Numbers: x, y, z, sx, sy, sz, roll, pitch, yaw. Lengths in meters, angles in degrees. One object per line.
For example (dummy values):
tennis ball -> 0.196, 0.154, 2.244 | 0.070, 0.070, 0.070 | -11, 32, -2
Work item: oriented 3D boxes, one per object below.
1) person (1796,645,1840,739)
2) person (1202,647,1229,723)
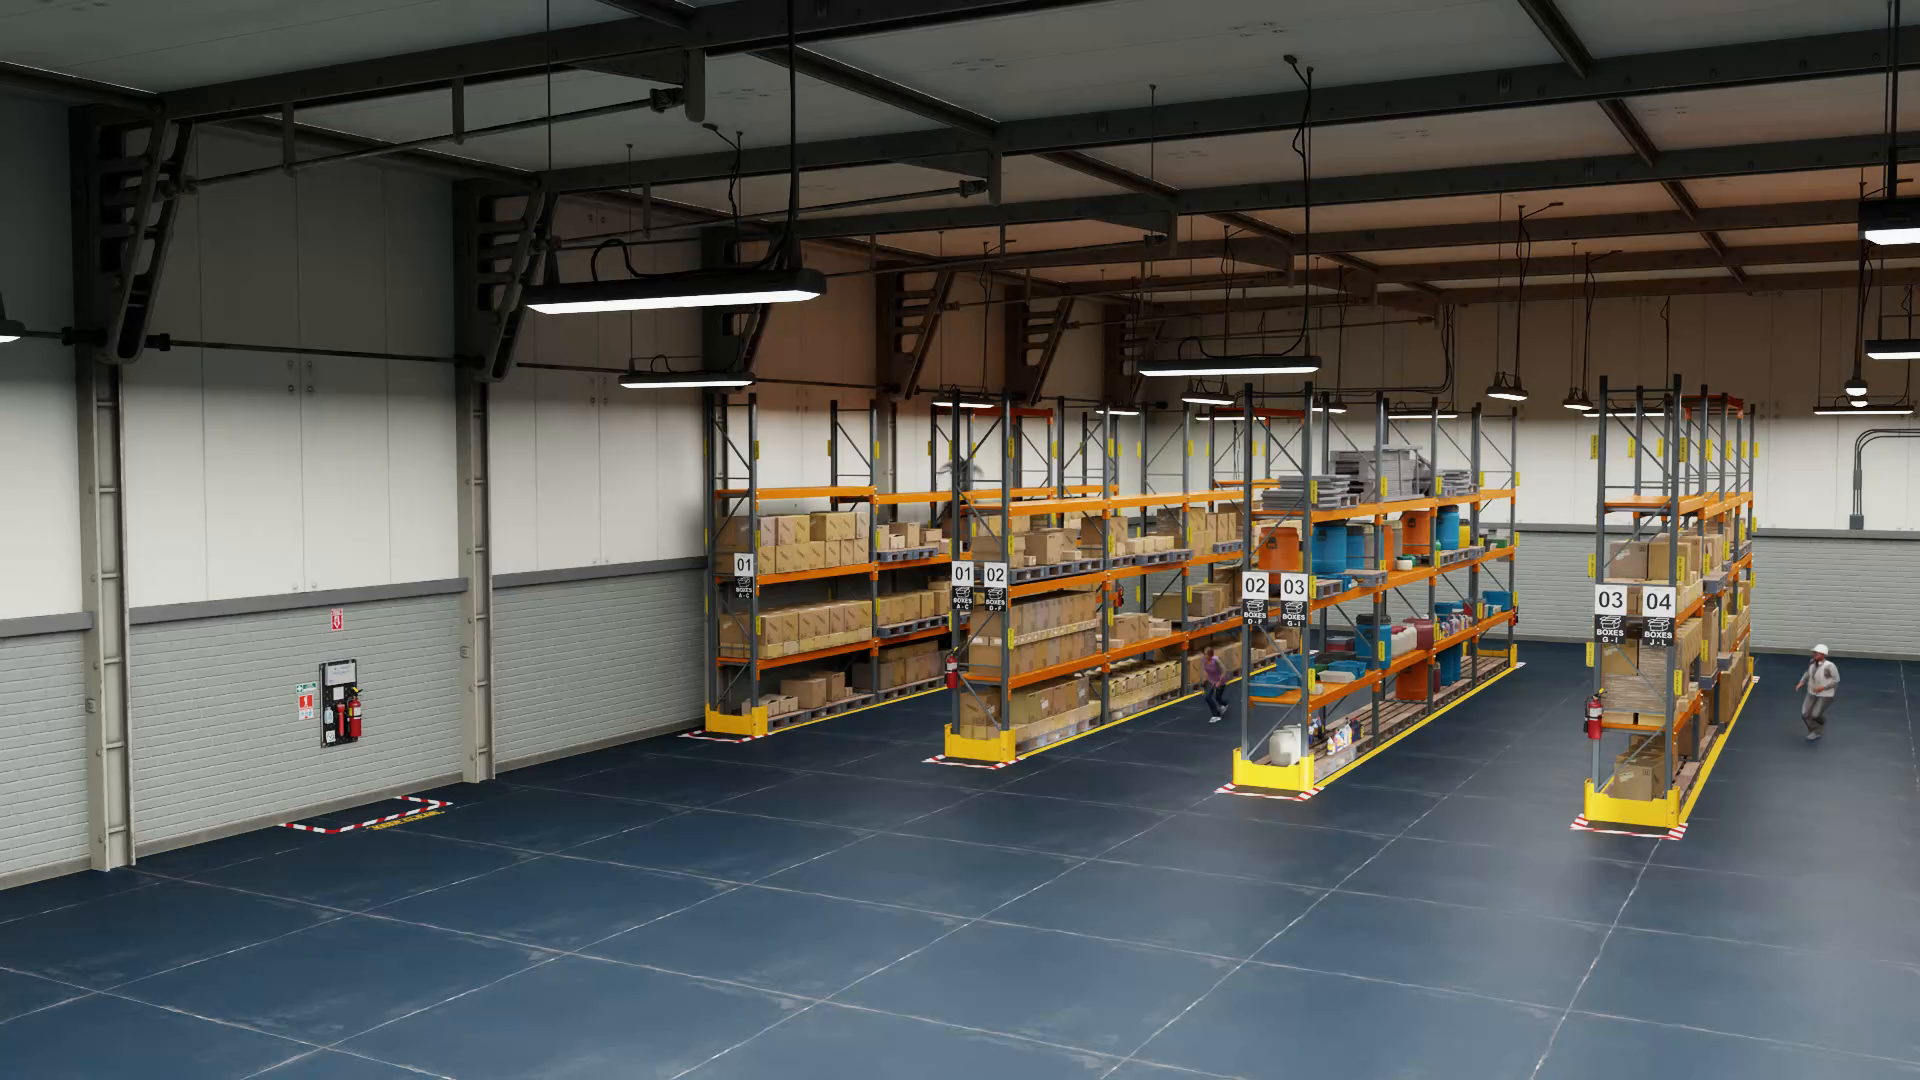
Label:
person -> 14.842, 2.633, 28.696 | 0.529, 1.683, 0.719 | -2, 4, -32
person -> 4.760, 2.642, 30.696 | 0.534, 1.422, 0.967 | 2, 4, 36
